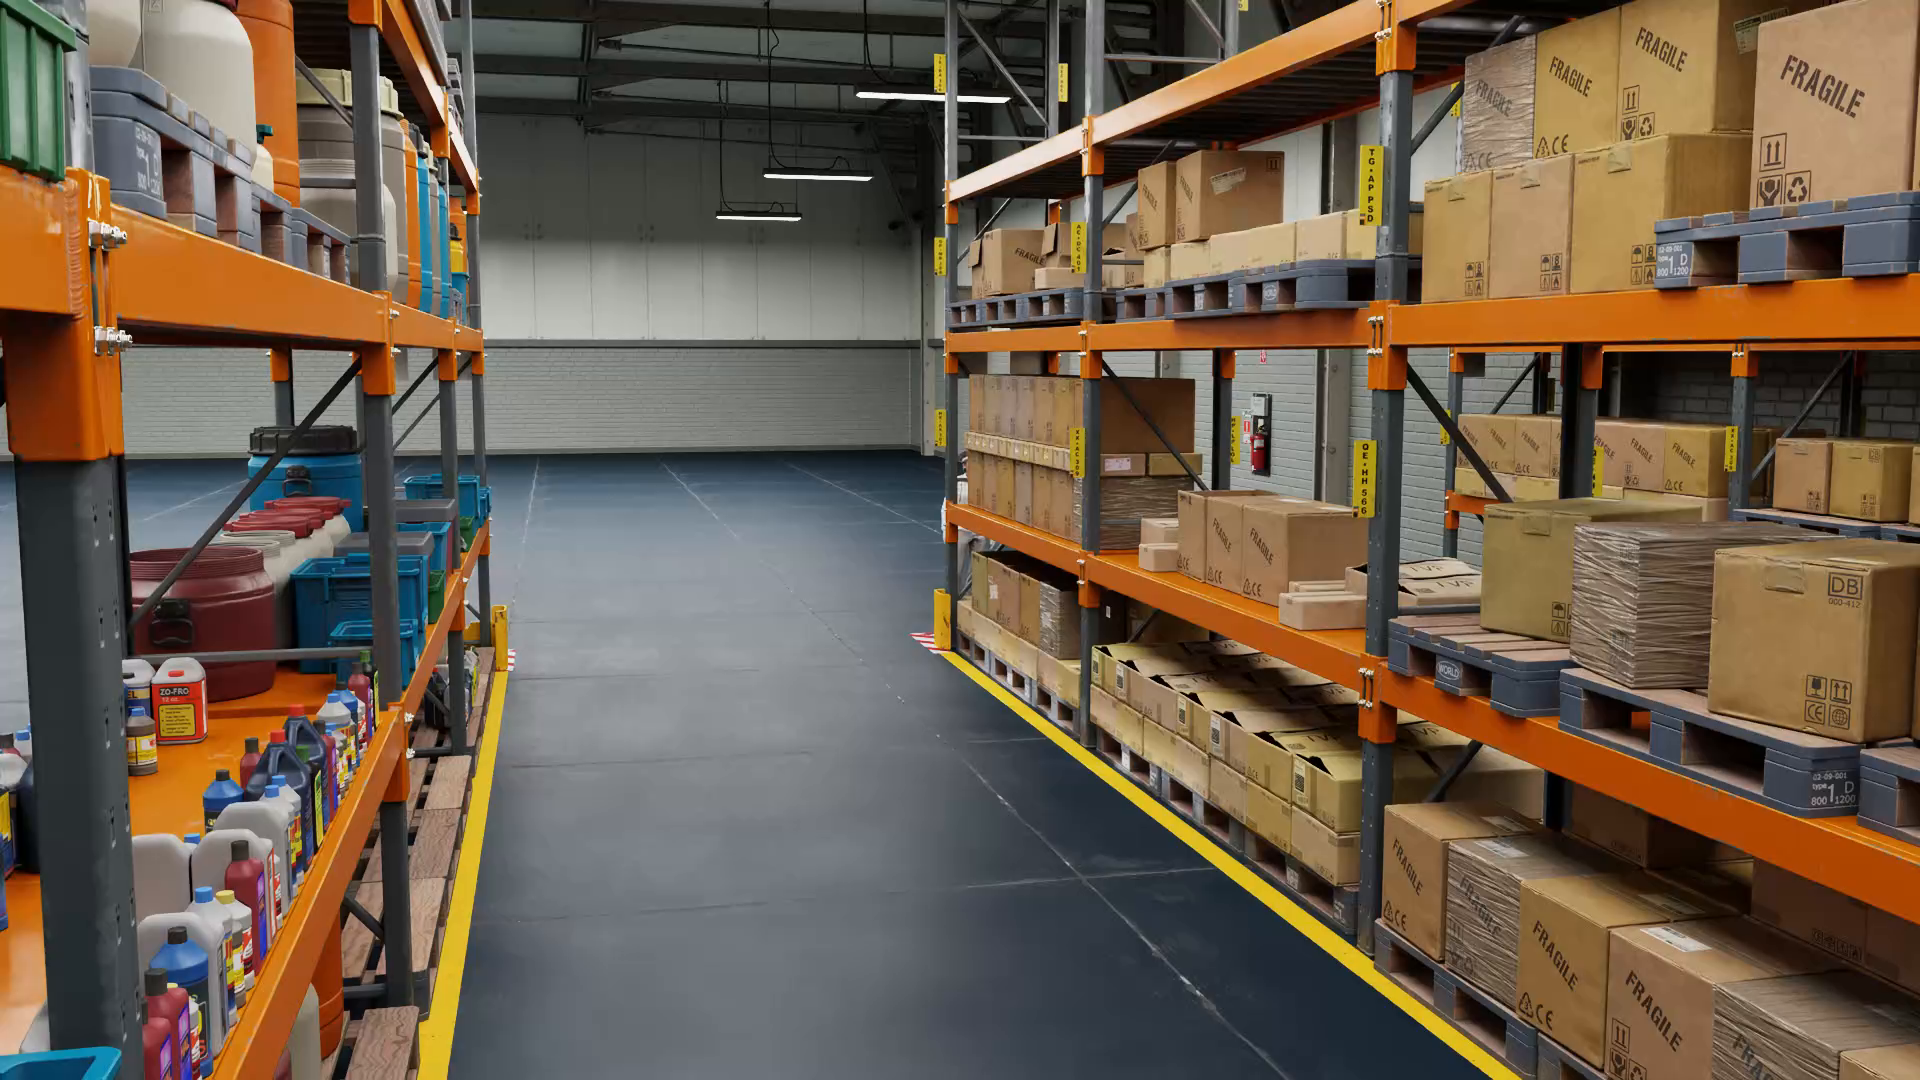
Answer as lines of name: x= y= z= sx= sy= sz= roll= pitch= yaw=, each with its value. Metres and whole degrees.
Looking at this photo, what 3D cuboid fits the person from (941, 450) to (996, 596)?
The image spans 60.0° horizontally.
person: x=0.105 y=-0.057 z=16.464 sx=0.587 sy=1.695 sz=0.532 roll=-2 pitch=6 yaw=-14
